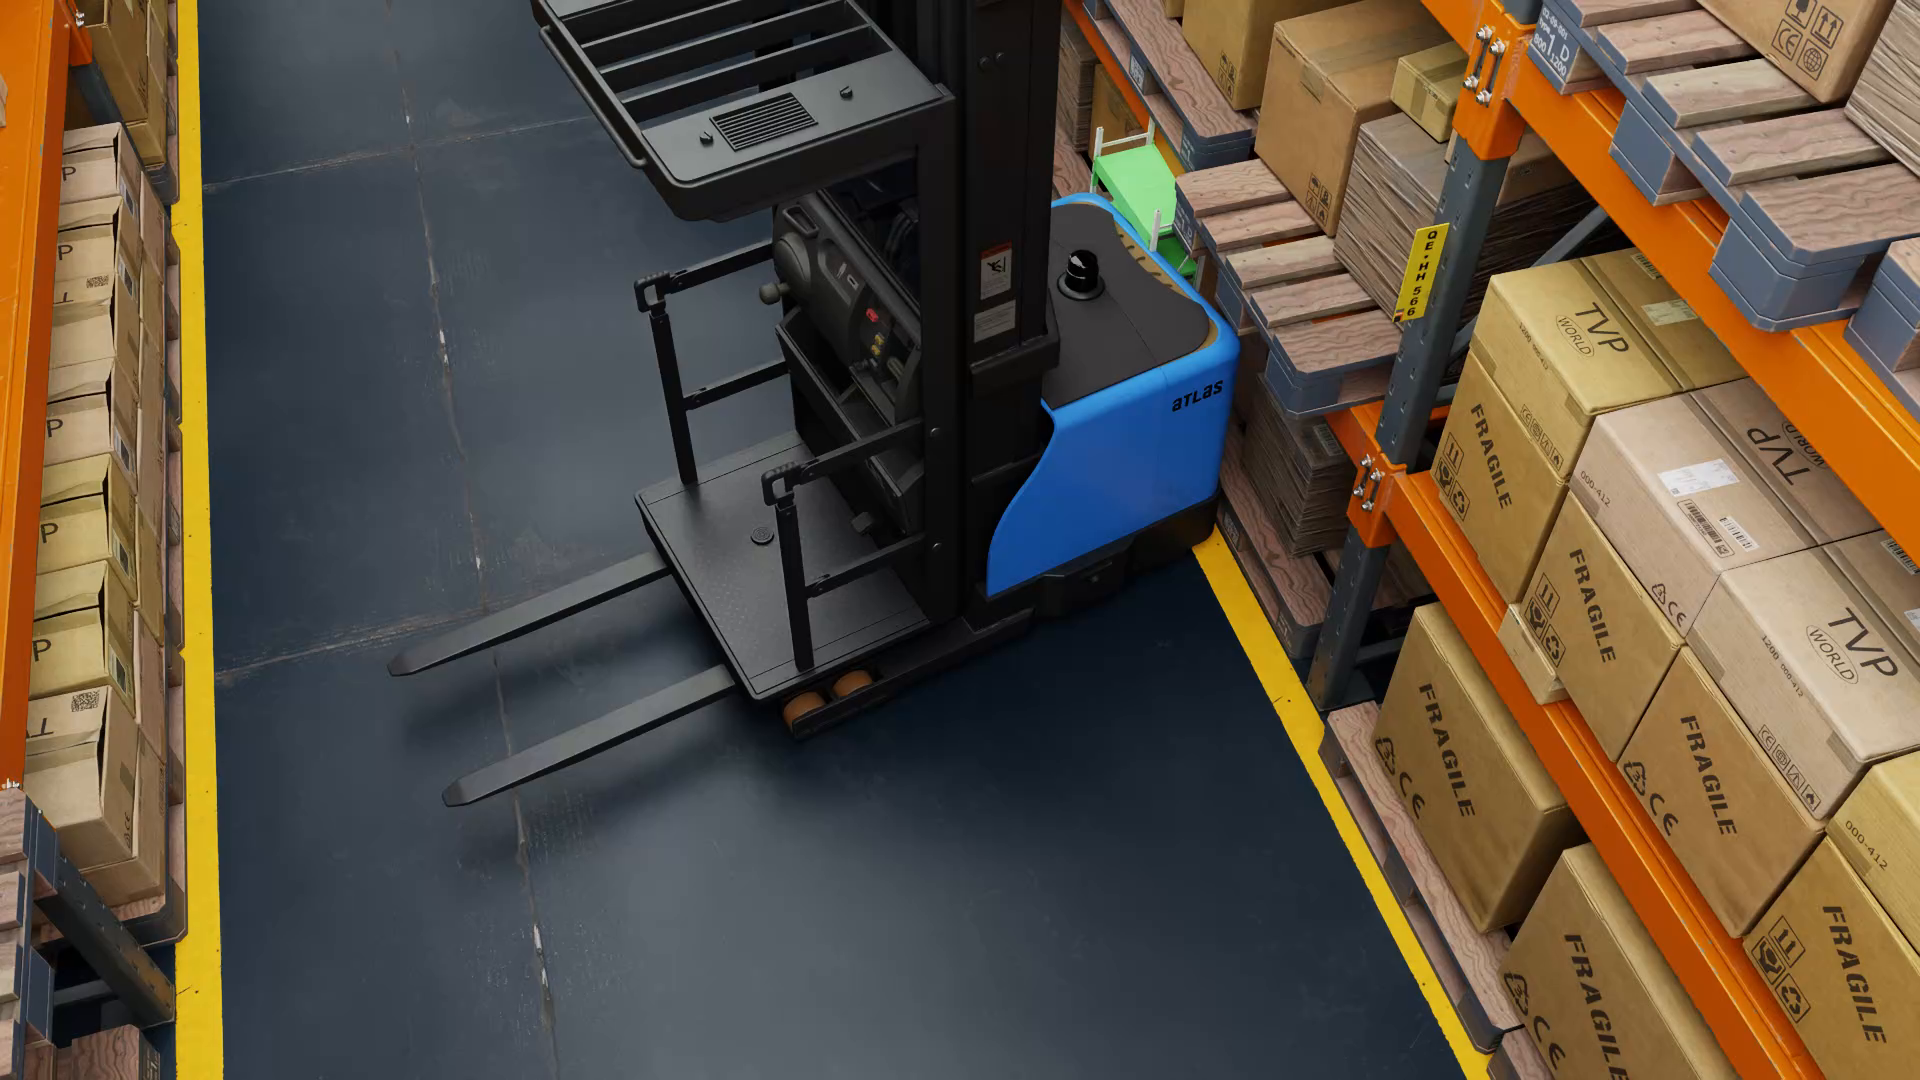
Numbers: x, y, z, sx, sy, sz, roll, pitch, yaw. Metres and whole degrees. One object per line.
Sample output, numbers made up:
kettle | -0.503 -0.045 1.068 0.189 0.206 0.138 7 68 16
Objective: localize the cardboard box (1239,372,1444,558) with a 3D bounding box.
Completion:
cardboard box | 1.494 -0.348 6.218 0.700 0.500 0.500 -13 51 -10

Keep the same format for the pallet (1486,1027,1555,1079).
pallet | 2.275 1.883 4.814 1.003 0.211 1.213 -13 51 -11

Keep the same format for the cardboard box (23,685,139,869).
cardboard box | -2.848 0.746 5.106 0.500 0.311 0.500 -12 51 -10

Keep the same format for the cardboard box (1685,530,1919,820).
cardboard box | 1.956 0.273 3.584 0.500 0.250 0.500 -13 51 -11

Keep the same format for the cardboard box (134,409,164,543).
cardboard box | -3.308 -0.193 6.264 0.500 0.250 0.500 -12 51 -10

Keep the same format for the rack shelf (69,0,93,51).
rack shelf | -4.748 -3.525 8.020 1.077 0.370 4.000 -13 51 -11

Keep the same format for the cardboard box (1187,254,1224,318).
cardboard box | 1.279 -1.107 6.858 0.700 0.500 0.500 -14 51 -11

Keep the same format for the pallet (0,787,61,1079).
pallet | -2.706 1.166 3.720 1.213 0.211 1.003 -13 51 -11

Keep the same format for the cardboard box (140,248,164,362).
cardboard box | -3.609 -0.938 6.892 0.500 0.250 0.500 -14 51 -12

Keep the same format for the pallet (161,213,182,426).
pallet | -3.902 -0.868 7.134 1.003 0.211 1.213 -13 51 -11

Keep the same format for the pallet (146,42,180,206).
pallet | -4.352 -1.988 8.077 1.003 0.211 1.213 -13 51 -11

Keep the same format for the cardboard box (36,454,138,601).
cardboard box | -3.160 -0.008 5.742 0.500 0.311 0.500 -15 51 -12

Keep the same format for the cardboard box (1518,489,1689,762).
cardboard box | 1.802 0.165 4.166 0.500 0.500 0.500 -12 51 -10

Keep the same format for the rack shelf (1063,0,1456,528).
rack shelf | 1.166 -1.726 6.504 1.077 0.370 4.000 -13 51 -11

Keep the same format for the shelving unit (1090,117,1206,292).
shelving unit | 0.696 -1.004 6.516 0.258 1.200 0.503 -17 54 -15

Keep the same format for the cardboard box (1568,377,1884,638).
cardboard box | 1.805 -0.092 3.891 0.500 0.250 0.500 -14 51 -11

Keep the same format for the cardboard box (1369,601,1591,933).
cardboard box | 1.849 0.627 5.181 0.750 0.750 0.750 -14 51 -11

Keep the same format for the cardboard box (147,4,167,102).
cardboard box | -4.147 -2.319 8.057 0.500 0.250 0.500 -13 51 -11

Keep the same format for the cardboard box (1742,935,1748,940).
cardboard box | 2.040 0.803 4.052 0.380 0.149 0.250 -13 51 -10

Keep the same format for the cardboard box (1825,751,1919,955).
cardboard box | 2.113 0.644 3.271 0.500 0.250 0.500 -14 51 -12

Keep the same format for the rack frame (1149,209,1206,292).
rack frame | 0.787 -0.824 6.378 0.240 1.200 0.015 -17 54 -15

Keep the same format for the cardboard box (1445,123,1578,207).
cardboard box | 1.626 -1.126 4.750 0.380 0.149 0.250 -19 53 -16

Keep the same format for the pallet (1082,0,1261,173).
pallet | 1.133 -1.872 6.282 1.003 0.211 1.213 -13 51 -11

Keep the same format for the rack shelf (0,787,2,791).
rack shelf | -2.382 2.318 3.094 1.077 0.370 4.000 -13 51 -11

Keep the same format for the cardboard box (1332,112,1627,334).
cardboard box | 1.609 -1.013 5.078 0.700 0.500 0.500 -19 52 -15

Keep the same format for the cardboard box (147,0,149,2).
cardboard box | -4.291 -2.927 8.079 0.500 0.500 0.500 -13 51 -11

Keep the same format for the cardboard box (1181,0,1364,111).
cardboard box | 1.219 -1.918 5.841 0.700 0.500 0.500 -13 51 -11

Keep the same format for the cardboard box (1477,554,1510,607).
cardboard box | 1.699 0.056 4.682 0.380 0.149 0.250 -13 51 -10

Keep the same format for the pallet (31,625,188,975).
pallet | -3.180 0.914 5.631 1.003 0.211 1.213 -13 51 -11

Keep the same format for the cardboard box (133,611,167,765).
cardboard box | -2.998 0.560 5.629 0.500 0.250 0.500 -15 51 -12

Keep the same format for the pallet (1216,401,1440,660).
pallet | 1.527 -0.170 6.545 1.003 0.211 1.213 -13 51 -11

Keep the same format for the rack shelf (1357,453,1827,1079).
rack shelf | 2.349 1.195 4.041 1.077 0.370 4.000 -13 51 -11

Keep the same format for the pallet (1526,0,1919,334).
pallet | 1.998 -0.945 3.536 1.213 0.211 1.003 -11 51 -9

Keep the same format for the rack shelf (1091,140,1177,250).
rack shelf | 0.707 -1.260 6.188 0.258 0.148 0.480 -17 54 -15

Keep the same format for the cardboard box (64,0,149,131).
cardboard box | -3.995 -2.197 7.463 0.500 0.500 0.500 -13 51 -11

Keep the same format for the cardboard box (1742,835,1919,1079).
cardboard box | 2.109 0.906 3.541 0.500 0.500 0.500 -12 51 -10

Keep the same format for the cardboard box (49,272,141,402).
cardboard box | -3.458 -0.752 6.368 0.500 0.311 0.500 -13 51 -11

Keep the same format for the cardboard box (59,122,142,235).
cardboard box | -3.763 -1.495 6.995 0.500 0.311 0.500 -13 51 -11

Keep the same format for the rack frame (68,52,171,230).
rack frame | -4.157 -2.296 6.514 1.000 3.000 0.127 -13 51 -11

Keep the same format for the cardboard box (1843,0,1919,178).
cardboard box | 2.162 -0.922 3.040 0.700 0.500 0.500 -16 52 -13

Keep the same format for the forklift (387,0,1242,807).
forklift | -0.545 -0.709 5.220 3.031 2.935 1.130 -23 54 -19

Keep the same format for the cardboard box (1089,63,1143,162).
cardboard box | 1.009 -1.855 7.489 0.700 0.500 0.500 -14 51 -12
